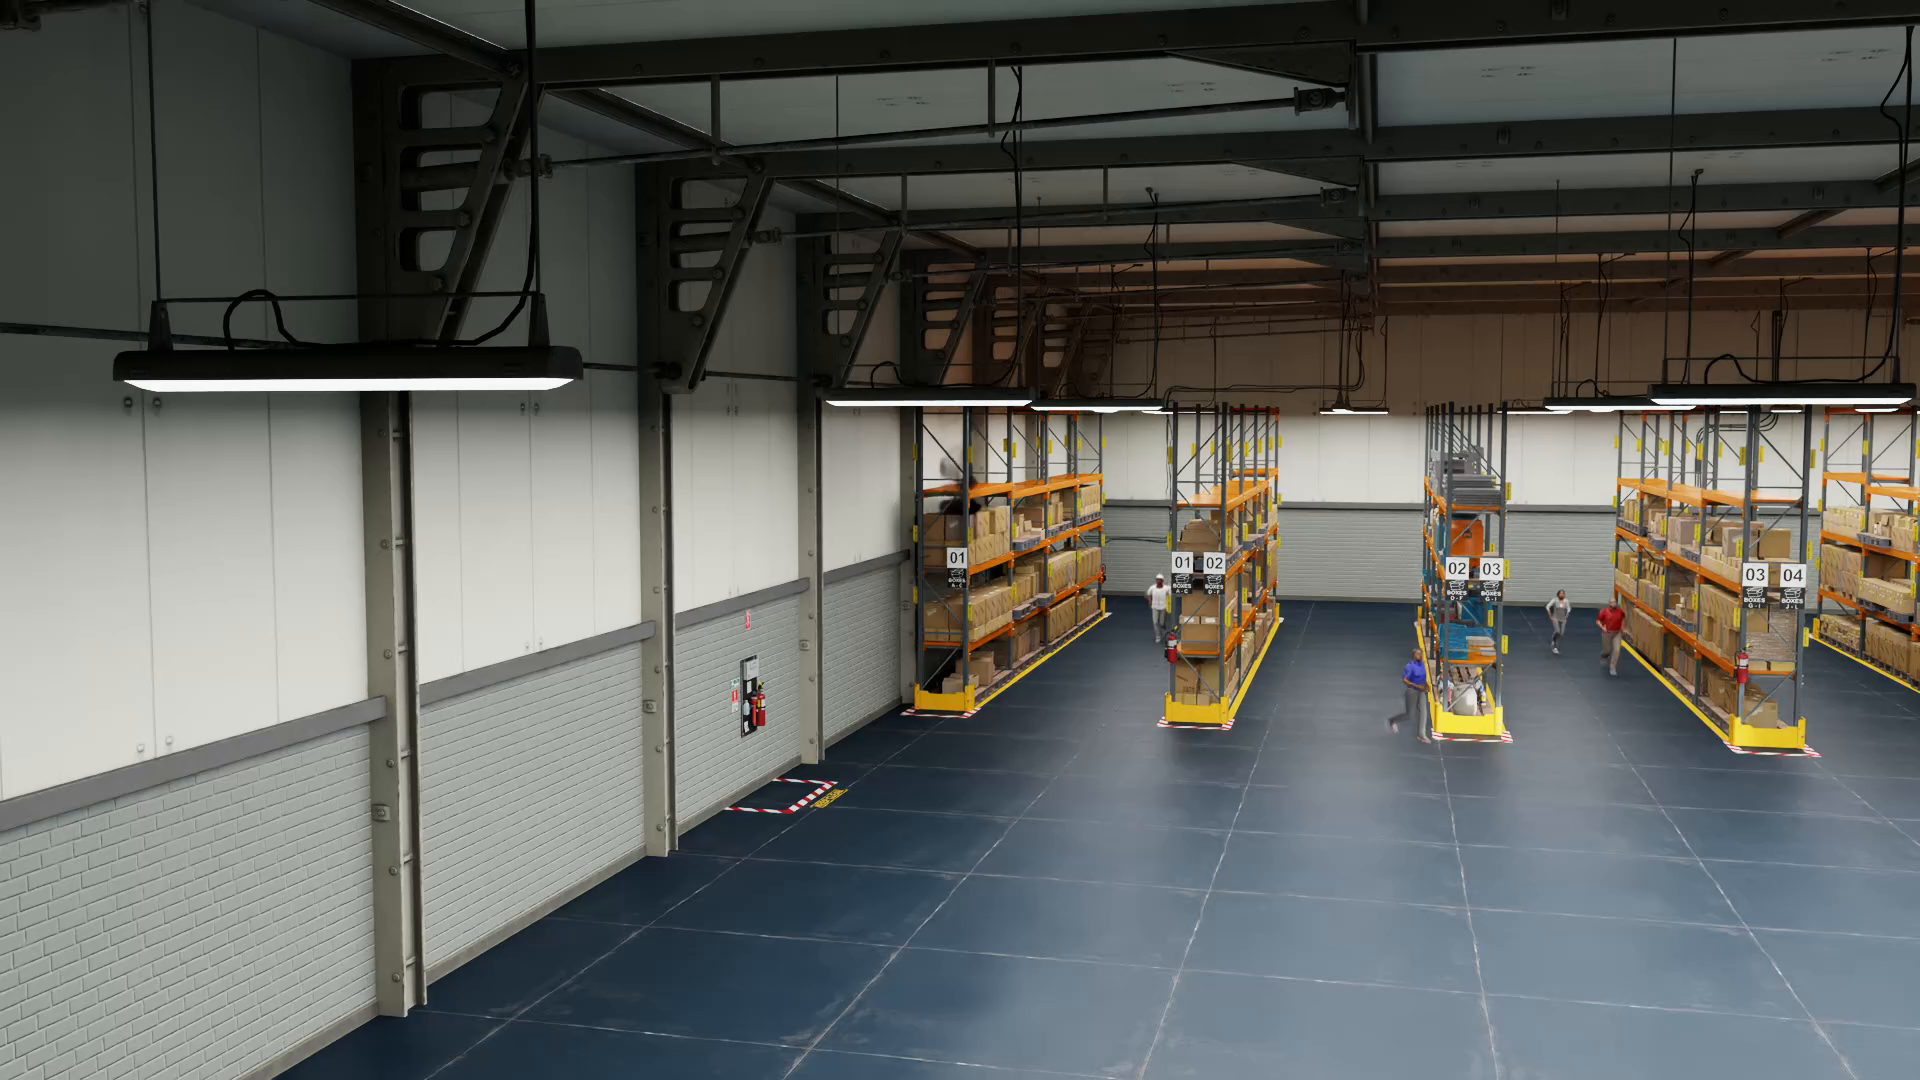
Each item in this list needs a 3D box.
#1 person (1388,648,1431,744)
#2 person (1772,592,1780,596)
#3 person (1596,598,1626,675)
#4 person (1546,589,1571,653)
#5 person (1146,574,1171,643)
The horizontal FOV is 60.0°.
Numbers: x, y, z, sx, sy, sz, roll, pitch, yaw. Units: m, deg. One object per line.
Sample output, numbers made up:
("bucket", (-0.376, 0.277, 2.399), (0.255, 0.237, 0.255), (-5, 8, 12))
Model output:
("person", (8.066, 2.737, 29.499), (0.589, 1.658, 0.802), (-2, 5, -31))
("person", (21.747, 1.620, 43.978), (0.610, 1.712, 0.698), (-3, 5, -32))
("person", (14.597, 2.149, 37.266), (0.673, 1.735, 0.814), (1, 4, 7))
("person", (14.534, 1.977, 40.314), (0.541, 1.542, 0.546), (0, 4, 2))
("person", (5.089, 1.736, 42.438), (0.701, 1.732, 0.680), (1, 4, 16))
